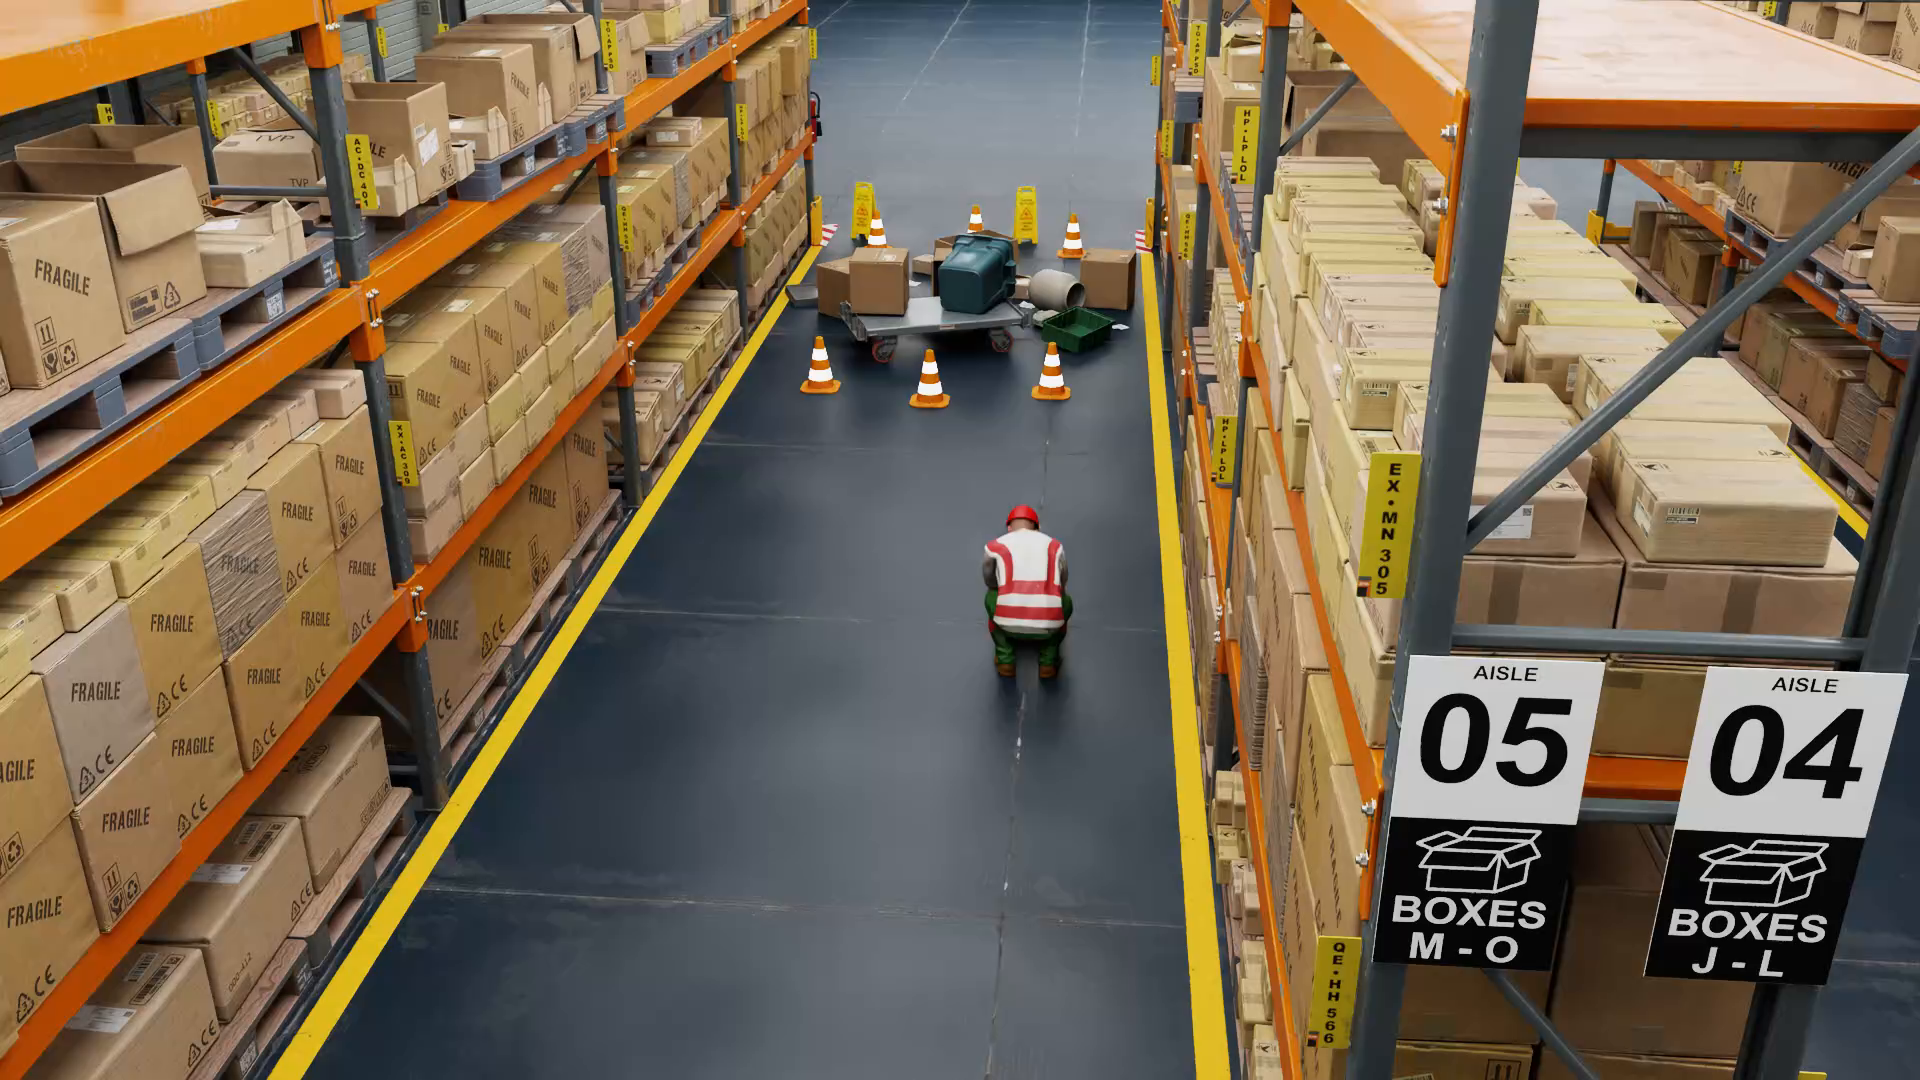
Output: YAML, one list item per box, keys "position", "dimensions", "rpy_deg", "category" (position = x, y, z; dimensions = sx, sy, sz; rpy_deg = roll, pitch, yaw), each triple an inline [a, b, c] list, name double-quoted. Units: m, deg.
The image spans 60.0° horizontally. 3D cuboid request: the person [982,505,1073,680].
- position: [0.402, 0.331, 10.003]
  dimensions: [0.560, 0.876, 0.892]
  rpy_deg: [2, 24, 5]
  category: "person"
